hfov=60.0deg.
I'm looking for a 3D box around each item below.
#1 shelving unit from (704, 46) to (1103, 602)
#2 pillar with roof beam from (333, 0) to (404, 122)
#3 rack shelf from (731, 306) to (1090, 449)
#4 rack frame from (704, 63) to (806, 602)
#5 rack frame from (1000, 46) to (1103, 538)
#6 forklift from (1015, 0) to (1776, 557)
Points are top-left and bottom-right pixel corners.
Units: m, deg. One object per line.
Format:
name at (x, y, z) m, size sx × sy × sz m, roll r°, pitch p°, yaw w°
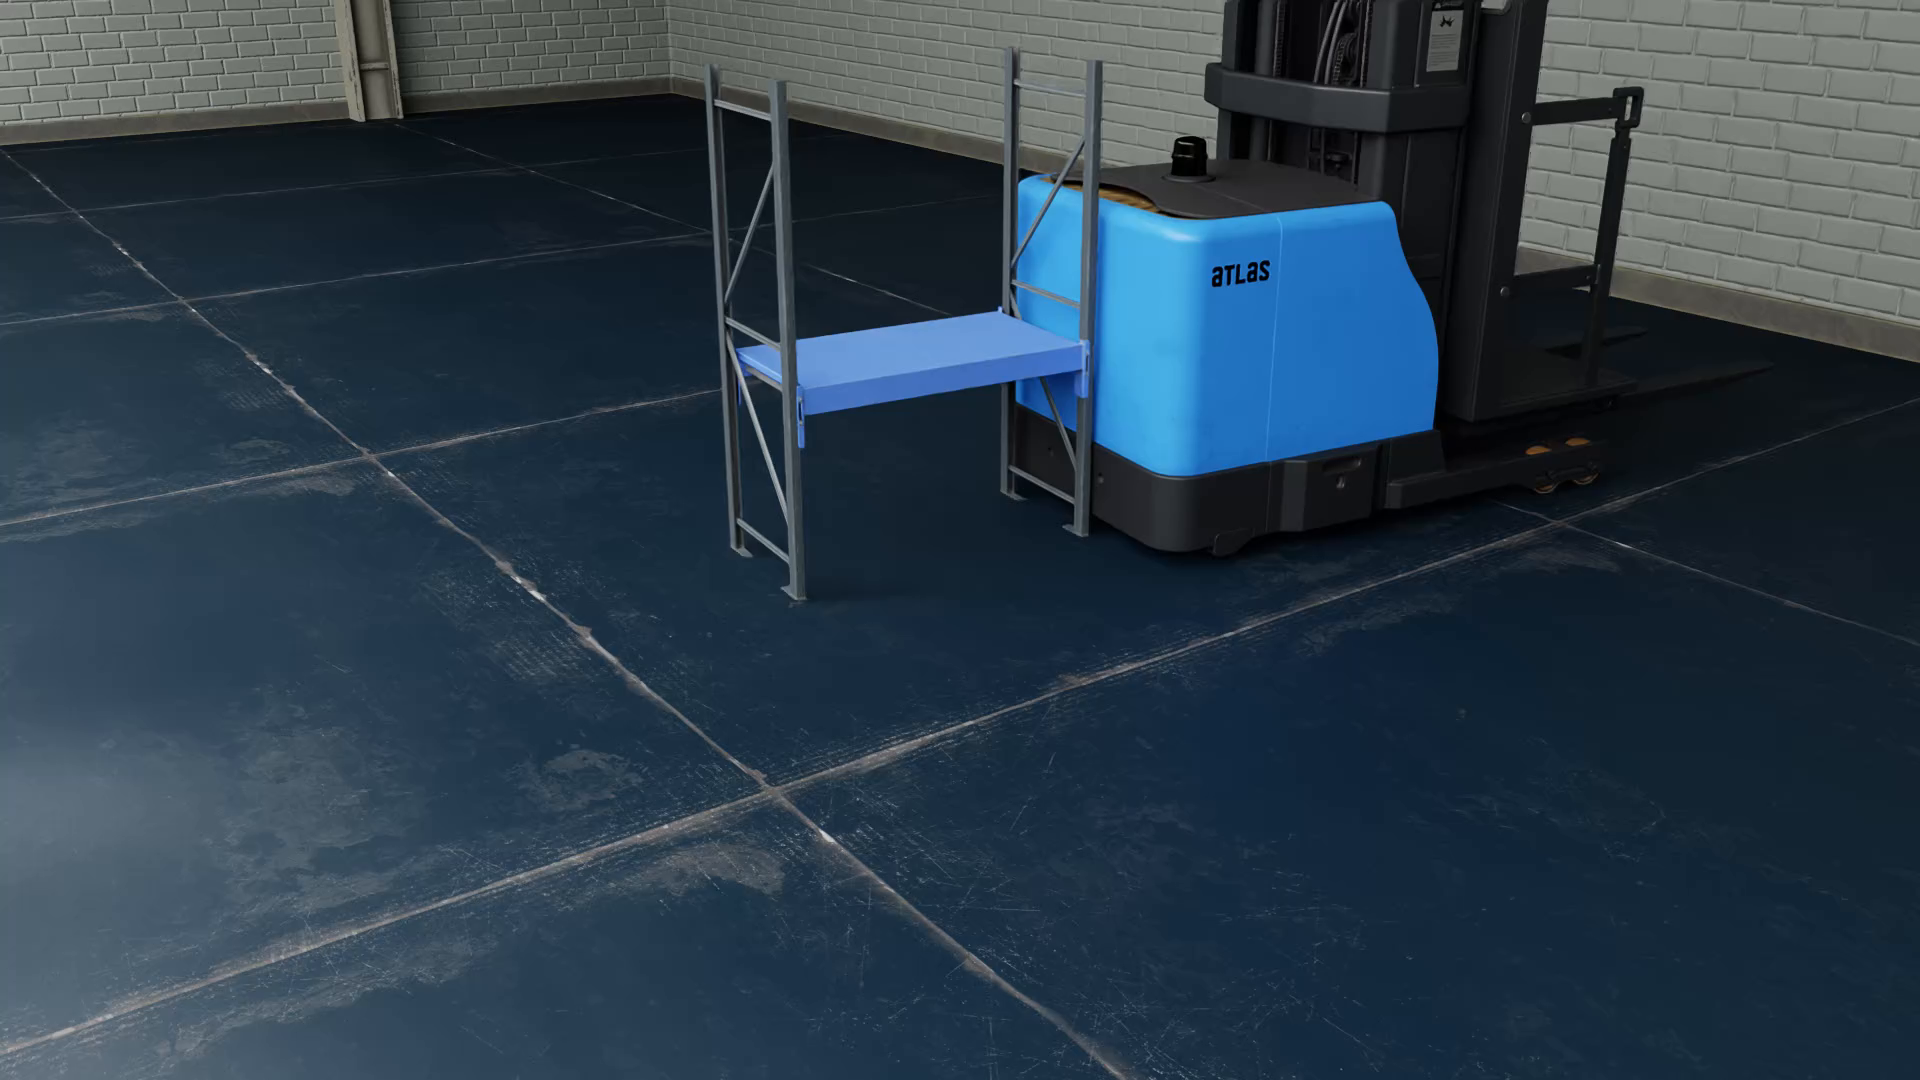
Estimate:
shelving unit at (-0.158, -0.690, 5.101) m, size 1.048 × 1.500 × 0.538 m, roll -12°, pitch 25°, yaw -28°
pillar with roof beam at (-2.689, -6.648, 9.915) m, size 0.400 × 9.000 × 9.100 m, roll -15°, pitch 26°, yaw -33°
rack shelf at (-0.158, -0.523, 5.168) m, size 1.000 × 0.185 × 0.538 m, roll -12°, pitch 25°, yaw -28°
rack frame at (-0.597, -0.595, 4.863) m, size 0.032 × 1.500 × 0.500 m, roll -12°, pitch 25°, yaw -28°
rack frame at (0.281, -0.785, 5.339) m, size 0.032 × 1.500 × 0.500 m, roll -12°, pitch 25°, yaw -28°
forklift at (1.708, -1.681, 5.655) m, size 3.031 × 2.935 × 1.130 m, roll -11°, pitch 24°, yaw -26°
